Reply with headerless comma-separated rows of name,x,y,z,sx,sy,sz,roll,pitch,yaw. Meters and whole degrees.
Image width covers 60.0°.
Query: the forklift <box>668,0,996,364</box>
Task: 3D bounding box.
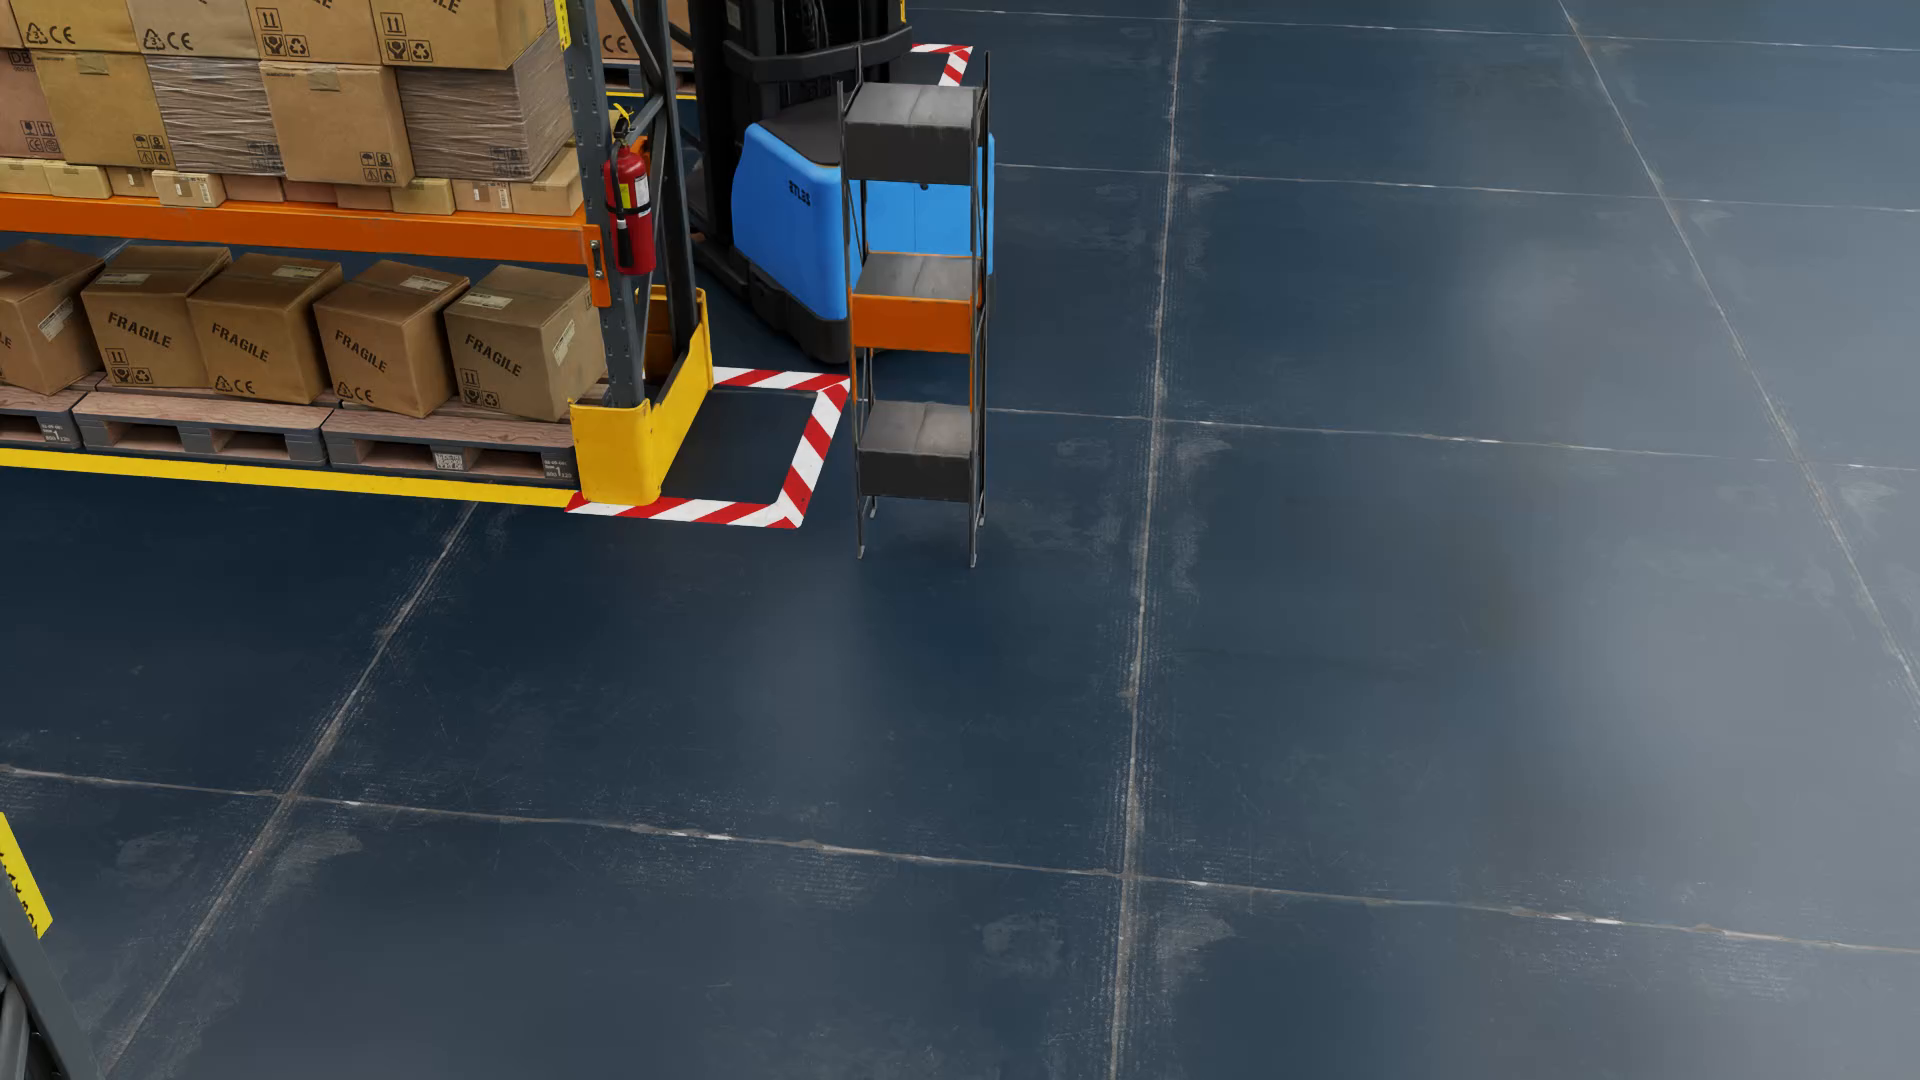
forklift,-1.024,-2.904,8.796,1.130,2.935,3.031,-20,40,-26

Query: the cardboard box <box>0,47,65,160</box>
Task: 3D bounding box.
cardboard box,-3.926,-2.065,7.219,0.500,0.500,0.875,4,36,6

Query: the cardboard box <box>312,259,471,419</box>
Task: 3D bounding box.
cardboard box,-2.612,-0.946,7.784,0.500,0.500,0.500,14,38,18

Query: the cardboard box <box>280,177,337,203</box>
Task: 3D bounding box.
cardboard box,-2.697,-1.590,7.111,0.250,0.149,0.380,4,36,6

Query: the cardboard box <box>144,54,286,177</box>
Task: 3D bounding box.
cardboard box,-2.941,-1.960,7.072,0.500,0.500,0.875,4,36,6

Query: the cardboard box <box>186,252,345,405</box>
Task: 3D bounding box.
cardboard box,-3.230,-1.003,7.864,0.500,0.500,0.500,7,36,10

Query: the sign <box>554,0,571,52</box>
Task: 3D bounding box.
sign,-1.488,-1.994,6.193,0.005,0.325,0.100,4,36,6

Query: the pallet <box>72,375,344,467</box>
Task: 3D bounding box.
pallet,-3.481,-0.755,8.126,1.213,0.211,1.003,4,36,6

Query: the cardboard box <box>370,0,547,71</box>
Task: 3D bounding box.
cardboard box,-1.974,-2.179,6.519,0.500,0.500,0.500,4,36,6

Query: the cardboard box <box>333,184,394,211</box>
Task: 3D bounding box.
cardboard box,-2.455,-1.547,7.052,0.250,0.149,0.380,4,36,6

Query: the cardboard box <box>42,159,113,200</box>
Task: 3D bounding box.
cardboard box,-3.700,-1.613,7.145,0.250,0.149,0.380,4,36,6

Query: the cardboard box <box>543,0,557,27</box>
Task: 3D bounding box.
cardboard box,-1.908,-2.479,6.938,0.500,0.500,0.500,4,36,6

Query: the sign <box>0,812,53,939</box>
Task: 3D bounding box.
sign,-1.954,0.712,3.432,0.005,0.325,0.100,4,36,6

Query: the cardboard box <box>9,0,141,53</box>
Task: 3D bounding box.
cardboard box,-3.461,-2.293,6.678,0.500,0.500,0.500,4,36,6

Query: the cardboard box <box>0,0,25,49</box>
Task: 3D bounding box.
cardboard box,-3.959,-2.324,6.721,0.500,0.500,0.500,4,36,6

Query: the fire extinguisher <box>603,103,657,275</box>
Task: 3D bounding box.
fire extinguisher,-1.342,-1.407,6.706,0.183,0.674,0.296,4,36,6

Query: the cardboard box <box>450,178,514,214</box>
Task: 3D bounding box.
cardboard box,-1.954,-1.531,7.029,0.250,0.149,0.380,4,36,6

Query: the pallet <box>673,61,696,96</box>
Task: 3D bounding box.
pallet,-1.468,-3.442,11.891,1.213,0.211,1.003,4,36,6

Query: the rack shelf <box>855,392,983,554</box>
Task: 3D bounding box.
rack shelf,-0.164,-0.286,7.072,0.480,0.518,0.431,4,36,6

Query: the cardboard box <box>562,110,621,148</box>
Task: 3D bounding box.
cardboard box,-1.650,-1.768,7.362,0.250,0.149,0.380,4,36,6

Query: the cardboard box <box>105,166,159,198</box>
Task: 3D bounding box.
cardboard box,-3.446,-1.621,7.156,0.250,0.149,0.380,4,36,6

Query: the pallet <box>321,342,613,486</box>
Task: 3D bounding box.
pallet,-2.274,-0.663,7.998,1.213,0.211,1.003,4,36,6

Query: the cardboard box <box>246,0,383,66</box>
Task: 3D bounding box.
cardboard box,-2.471,-2.213,6.566,0.500,0.500,0.500,4,36,6

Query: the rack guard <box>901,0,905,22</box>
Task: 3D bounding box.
rack guard,-0.641,-3.543,11.785,0.348,0.500,1.175,4,36,6

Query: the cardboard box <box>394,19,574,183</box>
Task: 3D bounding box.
cardboard box,-1.939,-1.930,7.031,0.500,0.500,0.875,4,36,6

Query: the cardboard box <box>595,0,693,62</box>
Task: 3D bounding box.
cardboard box,-2.219,-3.945,11.663,0.875,0.875,0.875,4,36,5

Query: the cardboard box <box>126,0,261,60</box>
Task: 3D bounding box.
cardboard box,-2.967,-2.251,6.620,0.500,0.500,0.500,4,36,6

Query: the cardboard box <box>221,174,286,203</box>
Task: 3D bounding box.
cardboard box,-2.948,-1.595,7.119,0.250,0.149,0.380,4,36,6

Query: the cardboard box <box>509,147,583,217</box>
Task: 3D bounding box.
cardboard box,-1.706,-1.512,7.003,0.250,0.149,0.380,4,36,6

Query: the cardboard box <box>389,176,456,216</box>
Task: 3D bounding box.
cardboard box,-2.209,-1.520,7.014,0.250,0.149,0.380,4,36,6

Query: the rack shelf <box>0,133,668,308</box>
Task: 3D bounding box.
rack shelf,-3.381,-1.567,7.483,4.000,0.370,1.077,4,36,6

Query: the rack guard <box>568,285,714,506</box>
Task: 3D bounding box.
rack guard,-1.473,-0.700,7.801,0.348,0.500,1.175,4,36,6

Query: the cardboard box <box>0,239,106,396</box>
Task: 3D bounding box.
cardboard box,-4.404,-1.071,7.959,0.500,0.500,0.500,16,38,21

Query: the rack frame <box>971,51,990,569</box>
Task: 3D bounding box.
rack frame,0.078,-0.849,6.632,0.015,2.100,0.400,4,36,6

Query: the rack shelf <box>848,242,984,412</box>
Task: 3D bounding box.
rack shelf,-0.164,-0.856,6.665,0.480,0.518,0.431,4,36,6

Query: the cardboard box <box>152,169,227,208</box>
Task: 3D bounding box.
cardboard box,-3.207,-1.563,7.074,0.250,0.149,0.380,4,36,6

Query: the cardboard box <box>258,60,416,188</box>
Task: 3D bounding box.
cardboard box,-2.450,-1.898,6.986,0.500,0.500,0.875,4,36,6

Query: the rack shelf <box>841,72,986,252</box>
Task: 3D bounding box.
rack shelf,-0.164,-1.426,6.258,0.480,0.518,0.431,4,36,6

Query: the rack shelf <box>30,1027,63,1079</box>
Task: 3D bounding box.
rack shelf,-4.012,1.286,3.485,4.000,0.370,1.077,4,36,6

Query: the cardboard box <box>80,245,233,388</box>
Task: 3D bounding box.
cardboard box,-3.778,-1.070,7.958,0.500,0.500,0.500,1,36,2

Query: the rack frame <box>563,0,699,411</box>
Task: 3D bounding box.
rack frame,-1.397,-1.712,7.067,0.127,3.000,1.000,4,36,6

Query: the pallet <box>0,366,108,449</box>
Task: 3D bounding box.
pallet,-4.694,-0.844,8.251,1.213,0.211,1.003,4,36,6

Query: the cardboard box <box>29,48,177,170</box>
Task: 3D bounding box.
cardboard box,-3.435,-2.004,7.134,0.500,0.500,0.875,4,36,6

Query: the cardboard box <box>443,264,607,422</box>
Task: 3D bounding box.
cardboard box,-2.014,-0.922,7.749,0.500,0.500,0.500,11,37,15

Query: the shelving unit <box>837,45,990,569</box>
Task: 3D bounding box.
shelving unit,-0.164,-0.867,6.657,0.503,2.100,0.431,4,36,6

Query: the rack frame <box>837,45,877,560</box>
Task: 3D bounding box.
rack frame,-0.406,-0.885,6.683,0.015,2.100,0.400,4,36,6

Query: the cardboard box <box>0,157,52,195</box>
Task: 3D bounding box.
cardboard box,-3.947,-1.638,7.180,0.250,0.149,0.380,4,36,6

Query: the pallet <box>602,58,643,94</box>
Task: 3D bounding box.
pallet,-2.675,-3.533,12.019,1.213,0.211,1.003,4,36,6
